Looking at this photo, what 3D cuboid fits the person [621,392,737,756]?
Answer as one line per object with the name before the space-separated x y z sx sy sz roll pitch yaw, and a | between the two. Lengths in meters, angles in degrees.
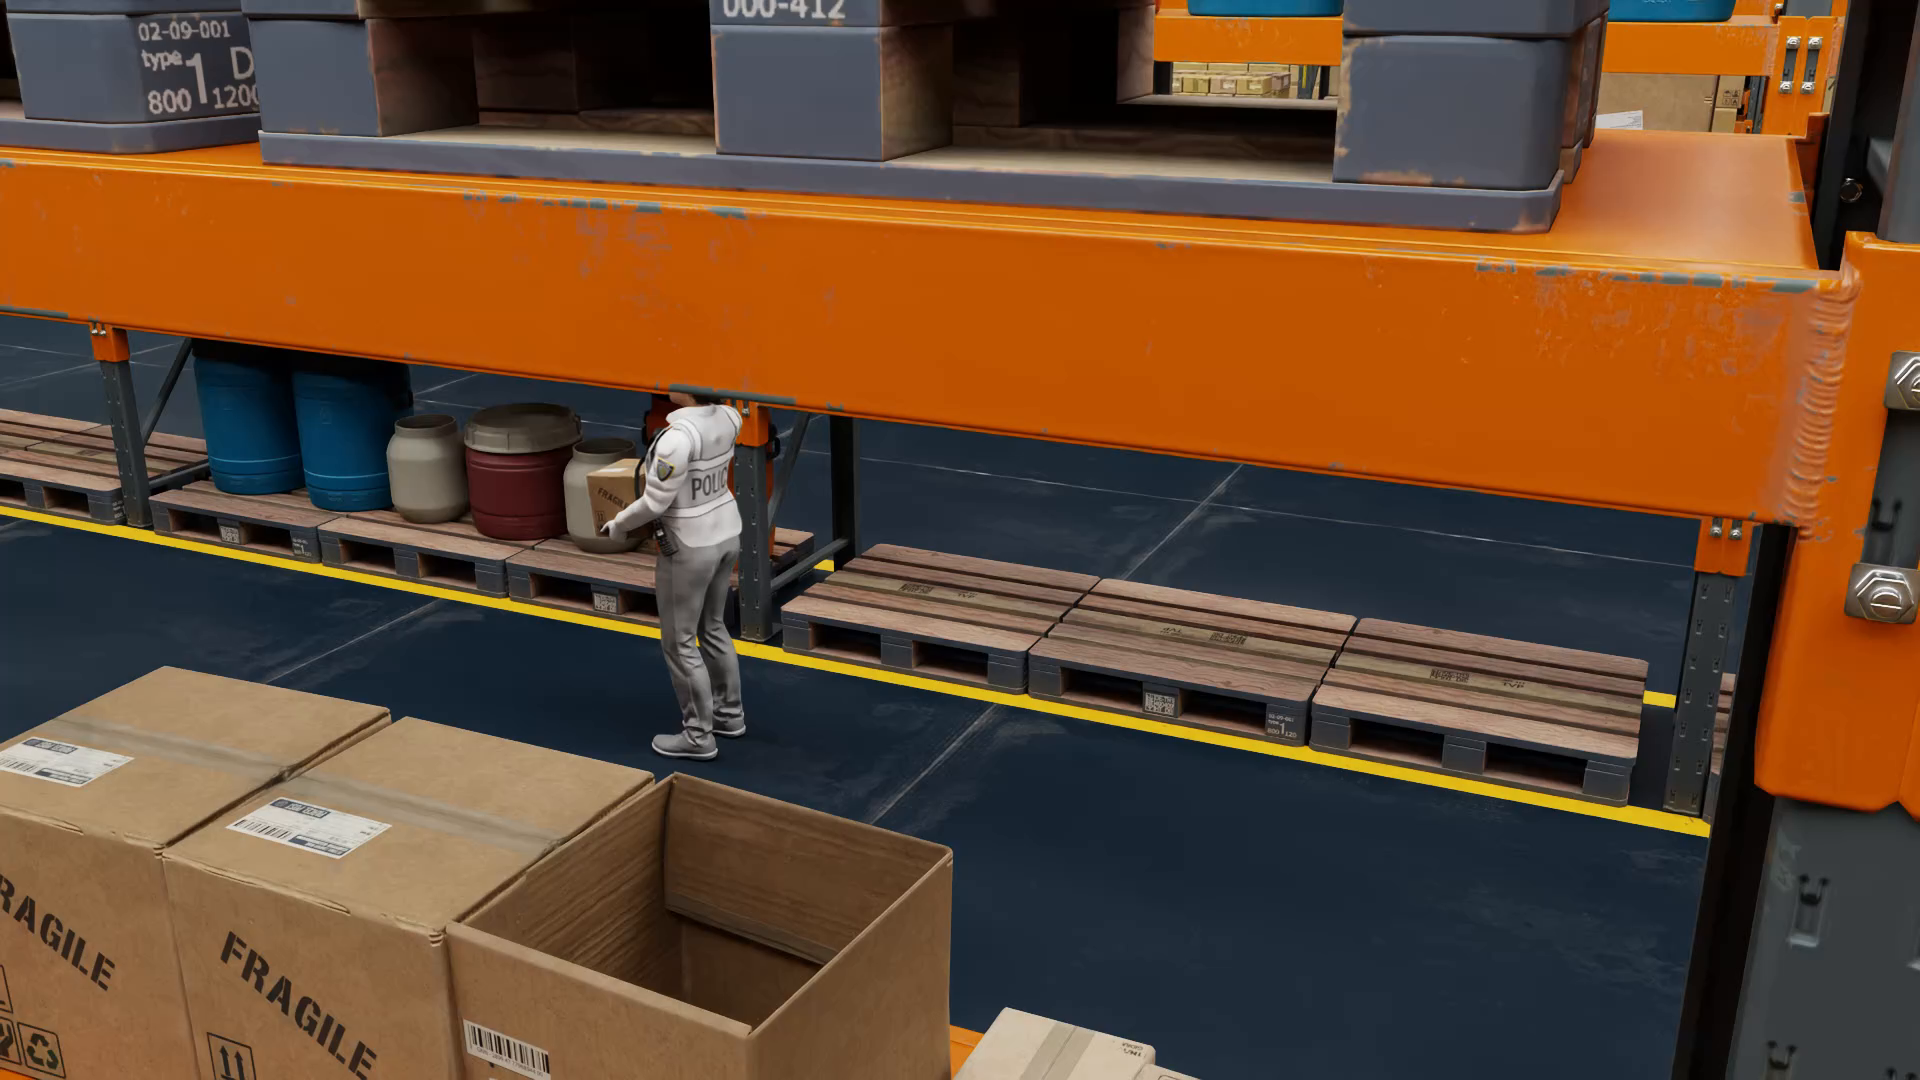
person | -1.059 0.020 6.445 0.504 1.703 0.533 -4 20 -11
